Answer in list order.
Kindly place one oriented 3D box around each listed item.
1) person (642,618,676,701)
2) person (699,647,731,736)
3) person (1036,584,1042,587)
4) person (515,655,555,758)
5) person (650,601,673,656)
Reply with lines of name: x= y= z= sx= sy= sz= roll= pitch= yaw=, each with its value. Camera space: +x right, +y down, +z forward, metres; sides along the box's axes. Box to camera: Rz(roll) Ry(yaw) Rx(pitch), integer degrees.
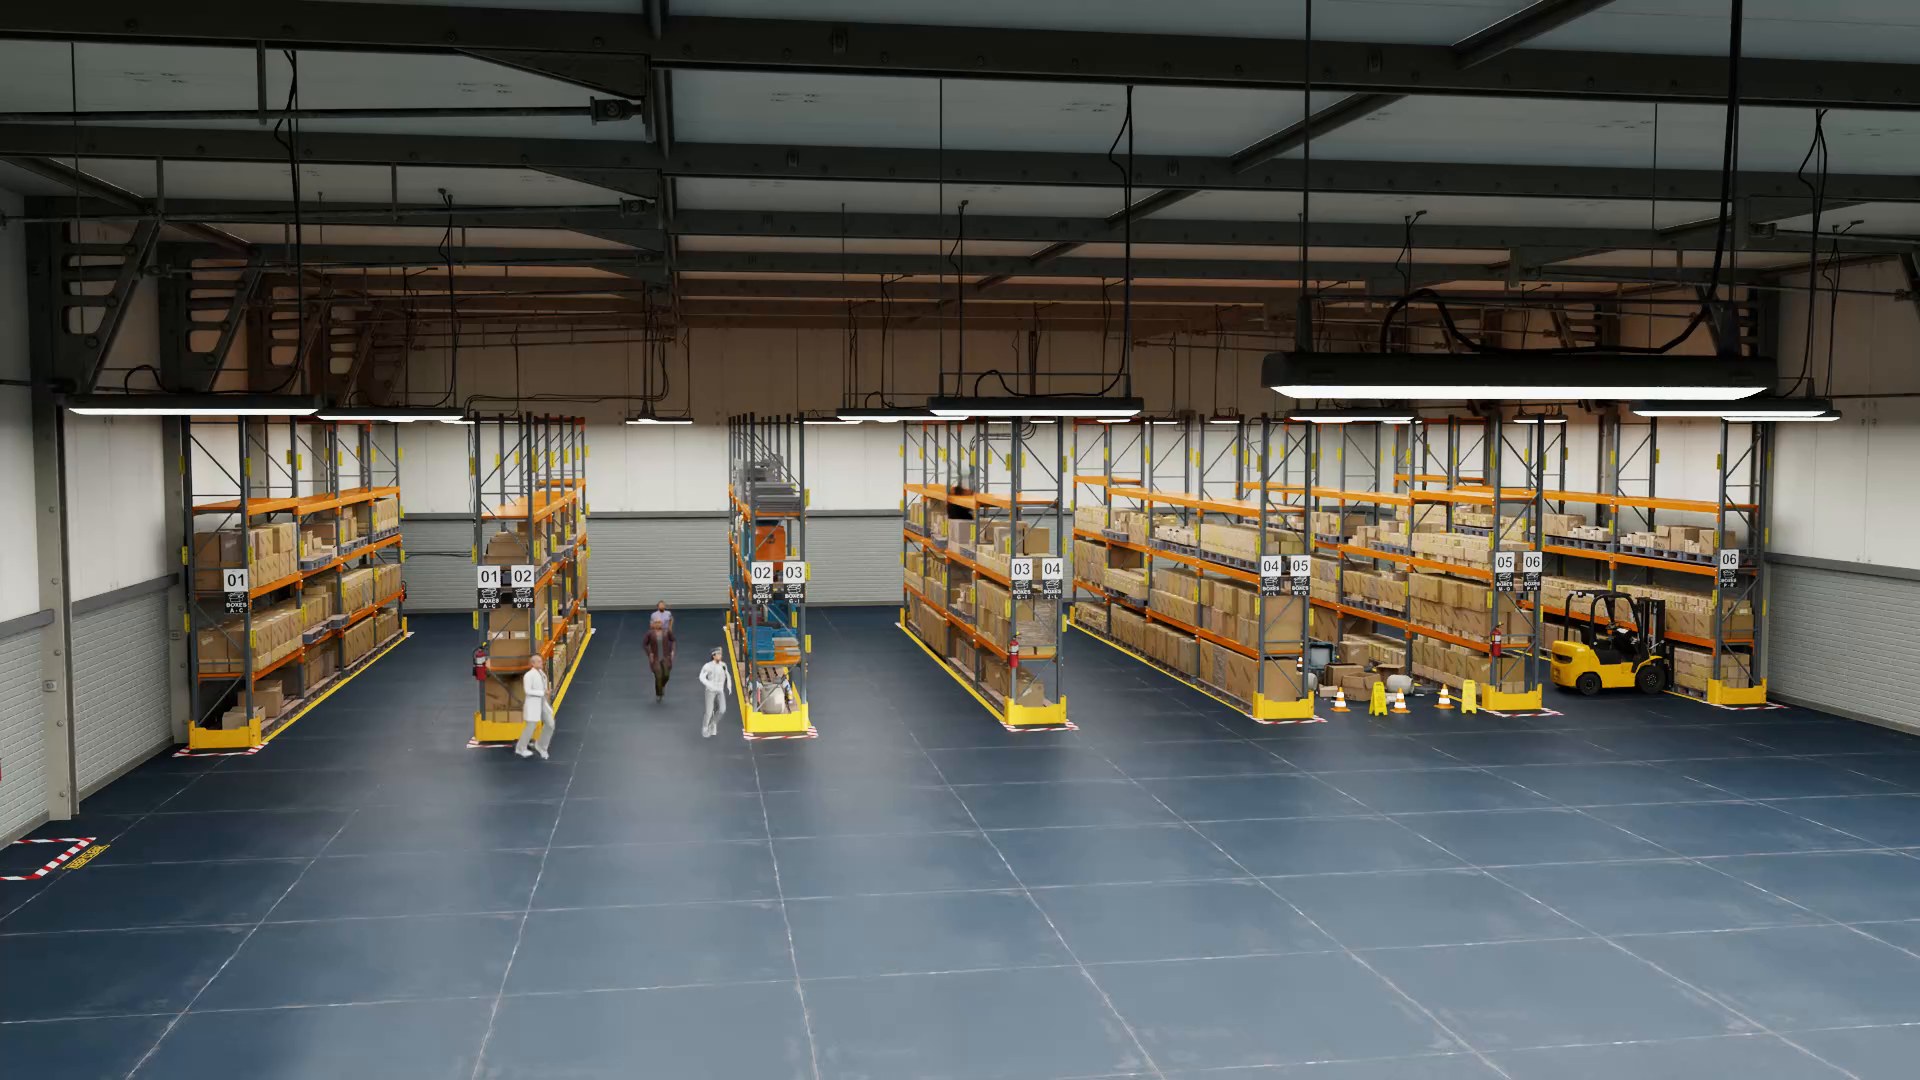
person: x=-6.269 y=2.497 z=34.752 sx=0.717 sy=1.741 sz=0.517 roll=-1 pitch=4 yaw=-14
person: x=-4.495 y=2.804 z=30.744 sx=0.688 sy=1.651 sz=0.541 roll=-3 pitch=5 yaw=-34
person: x=2.225 y=1.762 z=47.077 sx=0.629 sy=1.544 sz=0.500 roll=0 pitch=4 yaw=-1
person: x=-7.305 y=2.910 z=28.727 sx=0.817 sy=1.858 sz=0.732 roll=2 pitch=4 yaw=21
person: x=-6.971 y=2.306 z=38.997 sx=0.586 sy=1.592 sz=0.661 roll=-1 pitch=4 yaw=-19
